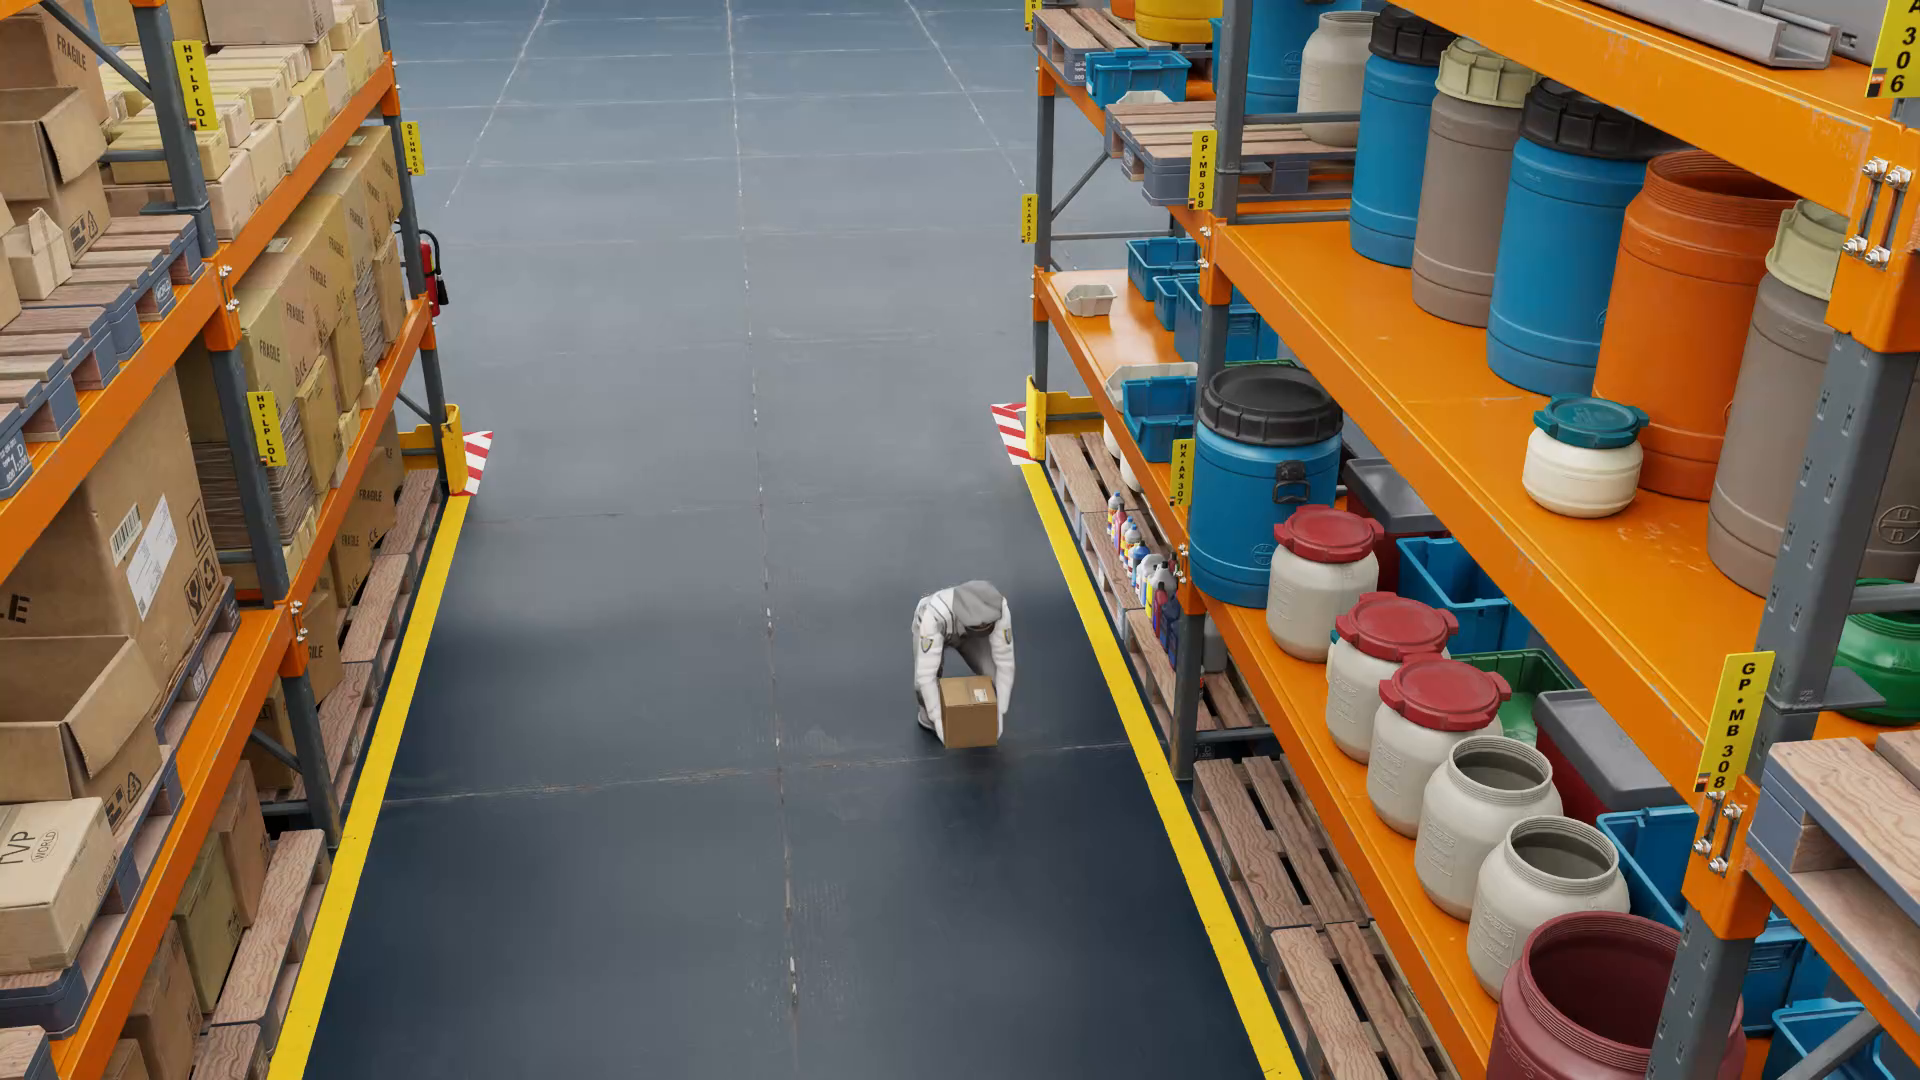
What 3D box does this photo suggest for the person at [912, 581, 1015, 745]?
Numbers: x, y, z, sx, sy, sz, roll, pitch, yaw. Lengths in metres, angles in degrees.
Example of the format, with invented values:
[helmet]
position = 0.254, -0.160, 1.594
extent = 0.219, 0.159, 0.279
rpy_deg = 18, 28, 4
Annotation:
[person]
position = 0.005, 0.542, 8.339
extent = 0.495, 0.967, 0.826
rpy_deg = -4, 28, -7
